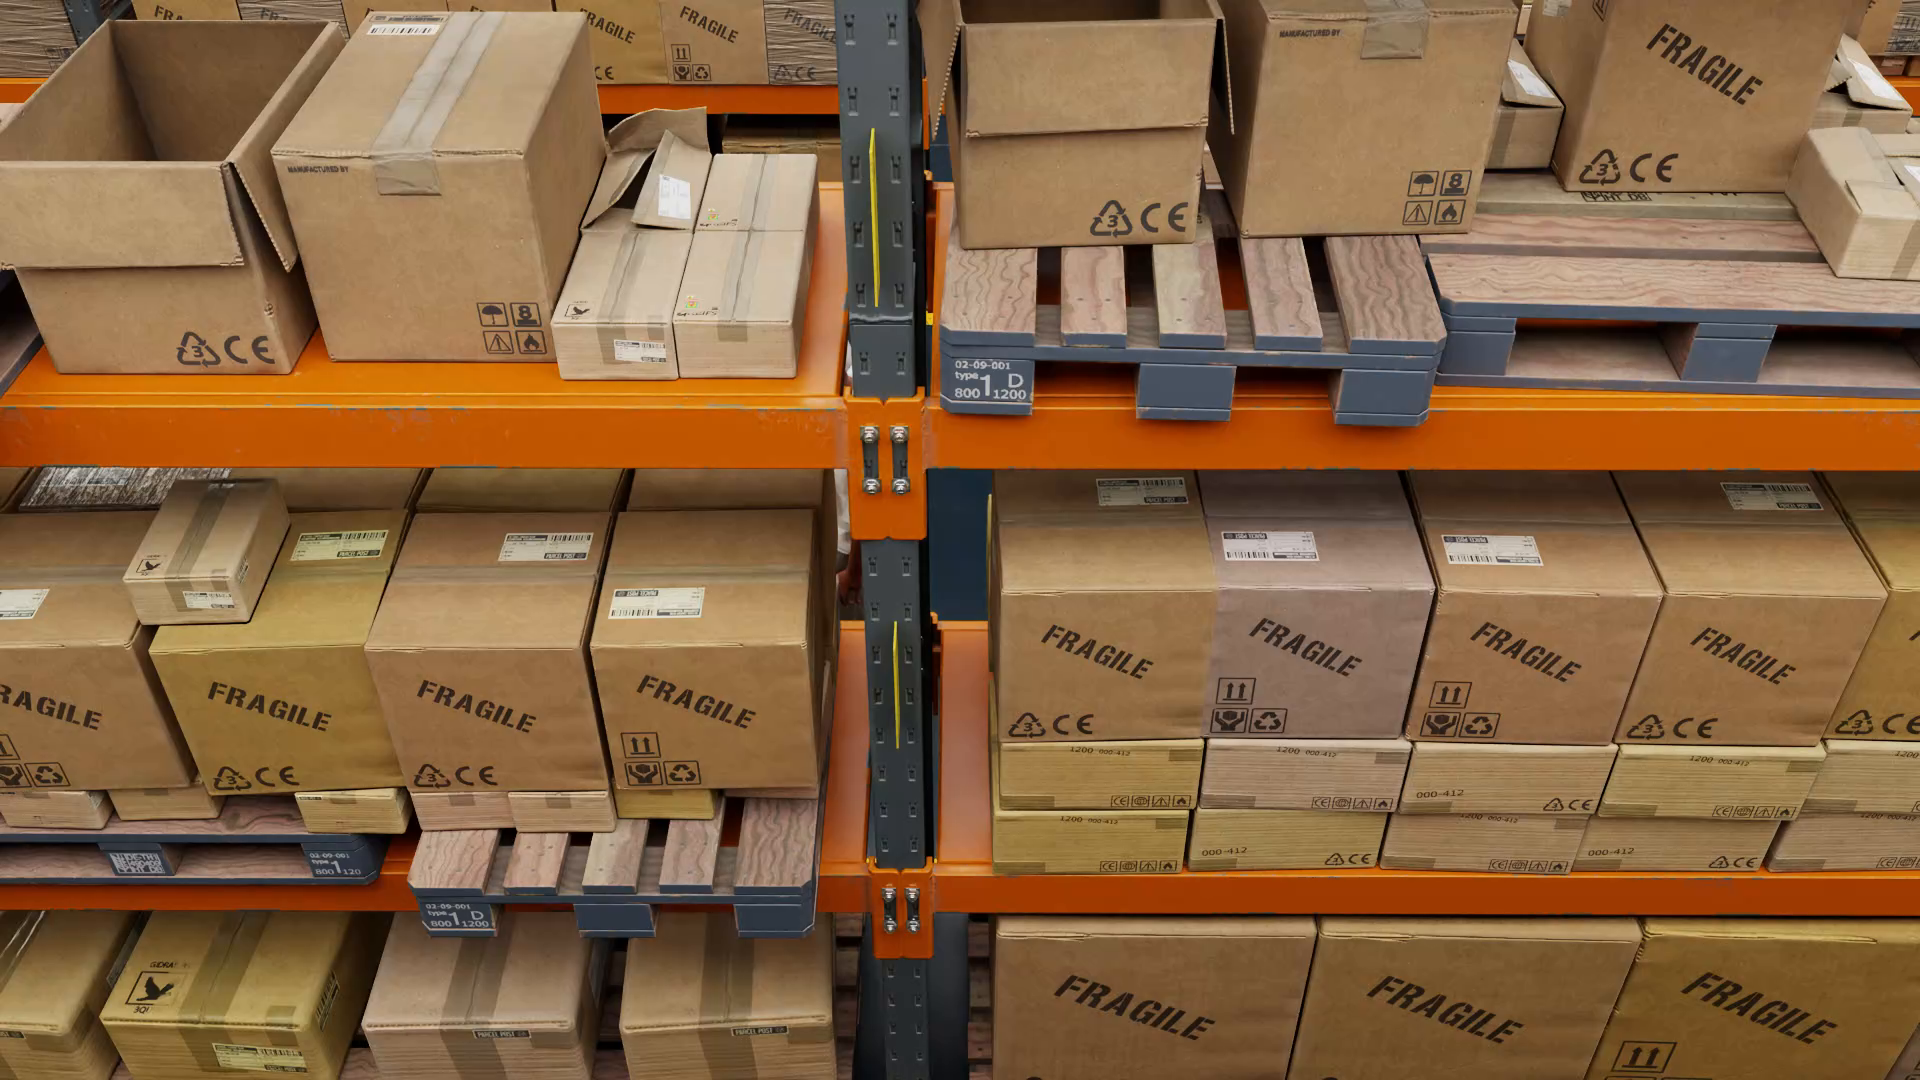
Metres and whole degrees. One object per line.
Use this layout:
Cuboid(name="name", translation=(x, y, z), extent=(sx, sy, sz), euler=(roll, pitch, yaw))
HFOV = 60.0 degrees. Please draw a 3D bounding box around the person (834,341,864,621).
Cuboid(name="person", translation=(-0.424, -0.053, 6.207), extent=(0.461, 1.759, 0.628), euler=(-4, 40, -5))
